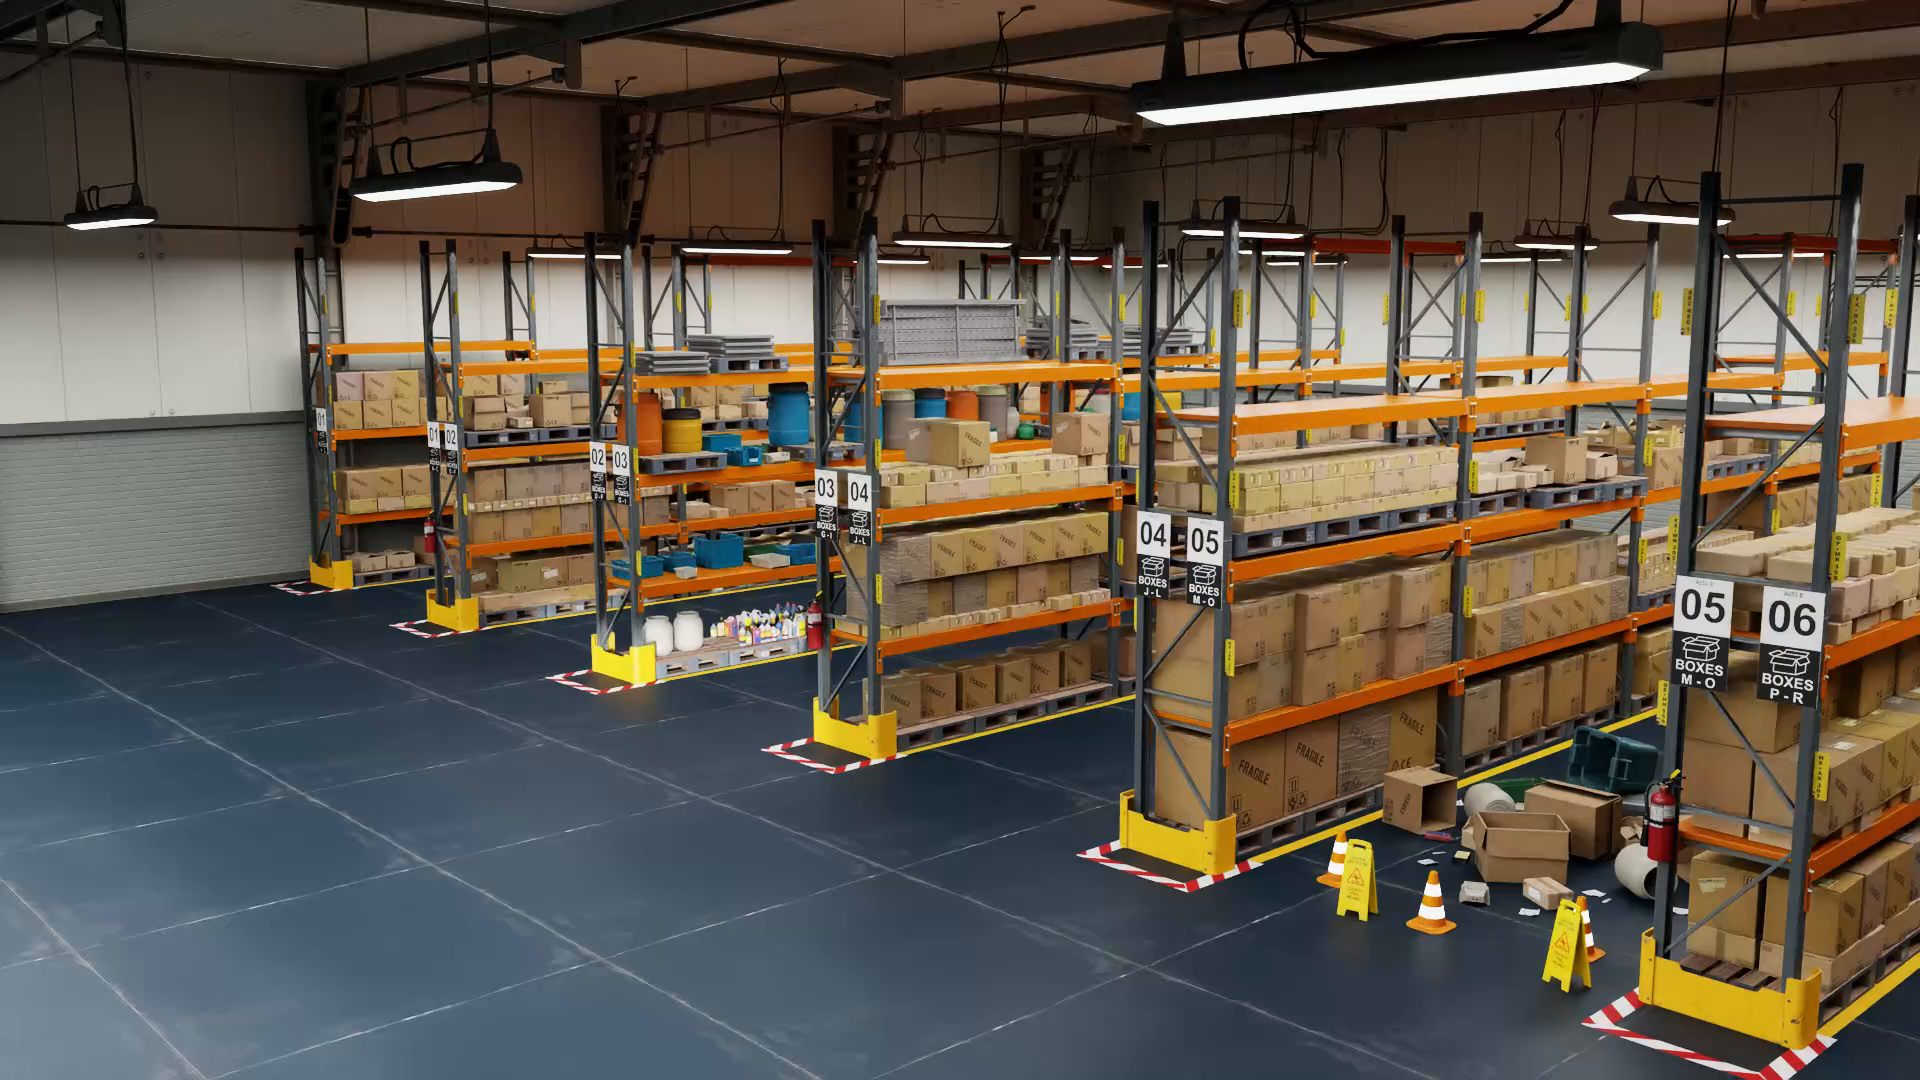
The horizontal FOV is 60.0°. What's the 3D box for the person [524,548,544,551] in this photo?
[{"bbox_3d":[-7.560,-0.046,29.736,0.710,1.763,0.627,-5,10,-29],"label":"person"}]
